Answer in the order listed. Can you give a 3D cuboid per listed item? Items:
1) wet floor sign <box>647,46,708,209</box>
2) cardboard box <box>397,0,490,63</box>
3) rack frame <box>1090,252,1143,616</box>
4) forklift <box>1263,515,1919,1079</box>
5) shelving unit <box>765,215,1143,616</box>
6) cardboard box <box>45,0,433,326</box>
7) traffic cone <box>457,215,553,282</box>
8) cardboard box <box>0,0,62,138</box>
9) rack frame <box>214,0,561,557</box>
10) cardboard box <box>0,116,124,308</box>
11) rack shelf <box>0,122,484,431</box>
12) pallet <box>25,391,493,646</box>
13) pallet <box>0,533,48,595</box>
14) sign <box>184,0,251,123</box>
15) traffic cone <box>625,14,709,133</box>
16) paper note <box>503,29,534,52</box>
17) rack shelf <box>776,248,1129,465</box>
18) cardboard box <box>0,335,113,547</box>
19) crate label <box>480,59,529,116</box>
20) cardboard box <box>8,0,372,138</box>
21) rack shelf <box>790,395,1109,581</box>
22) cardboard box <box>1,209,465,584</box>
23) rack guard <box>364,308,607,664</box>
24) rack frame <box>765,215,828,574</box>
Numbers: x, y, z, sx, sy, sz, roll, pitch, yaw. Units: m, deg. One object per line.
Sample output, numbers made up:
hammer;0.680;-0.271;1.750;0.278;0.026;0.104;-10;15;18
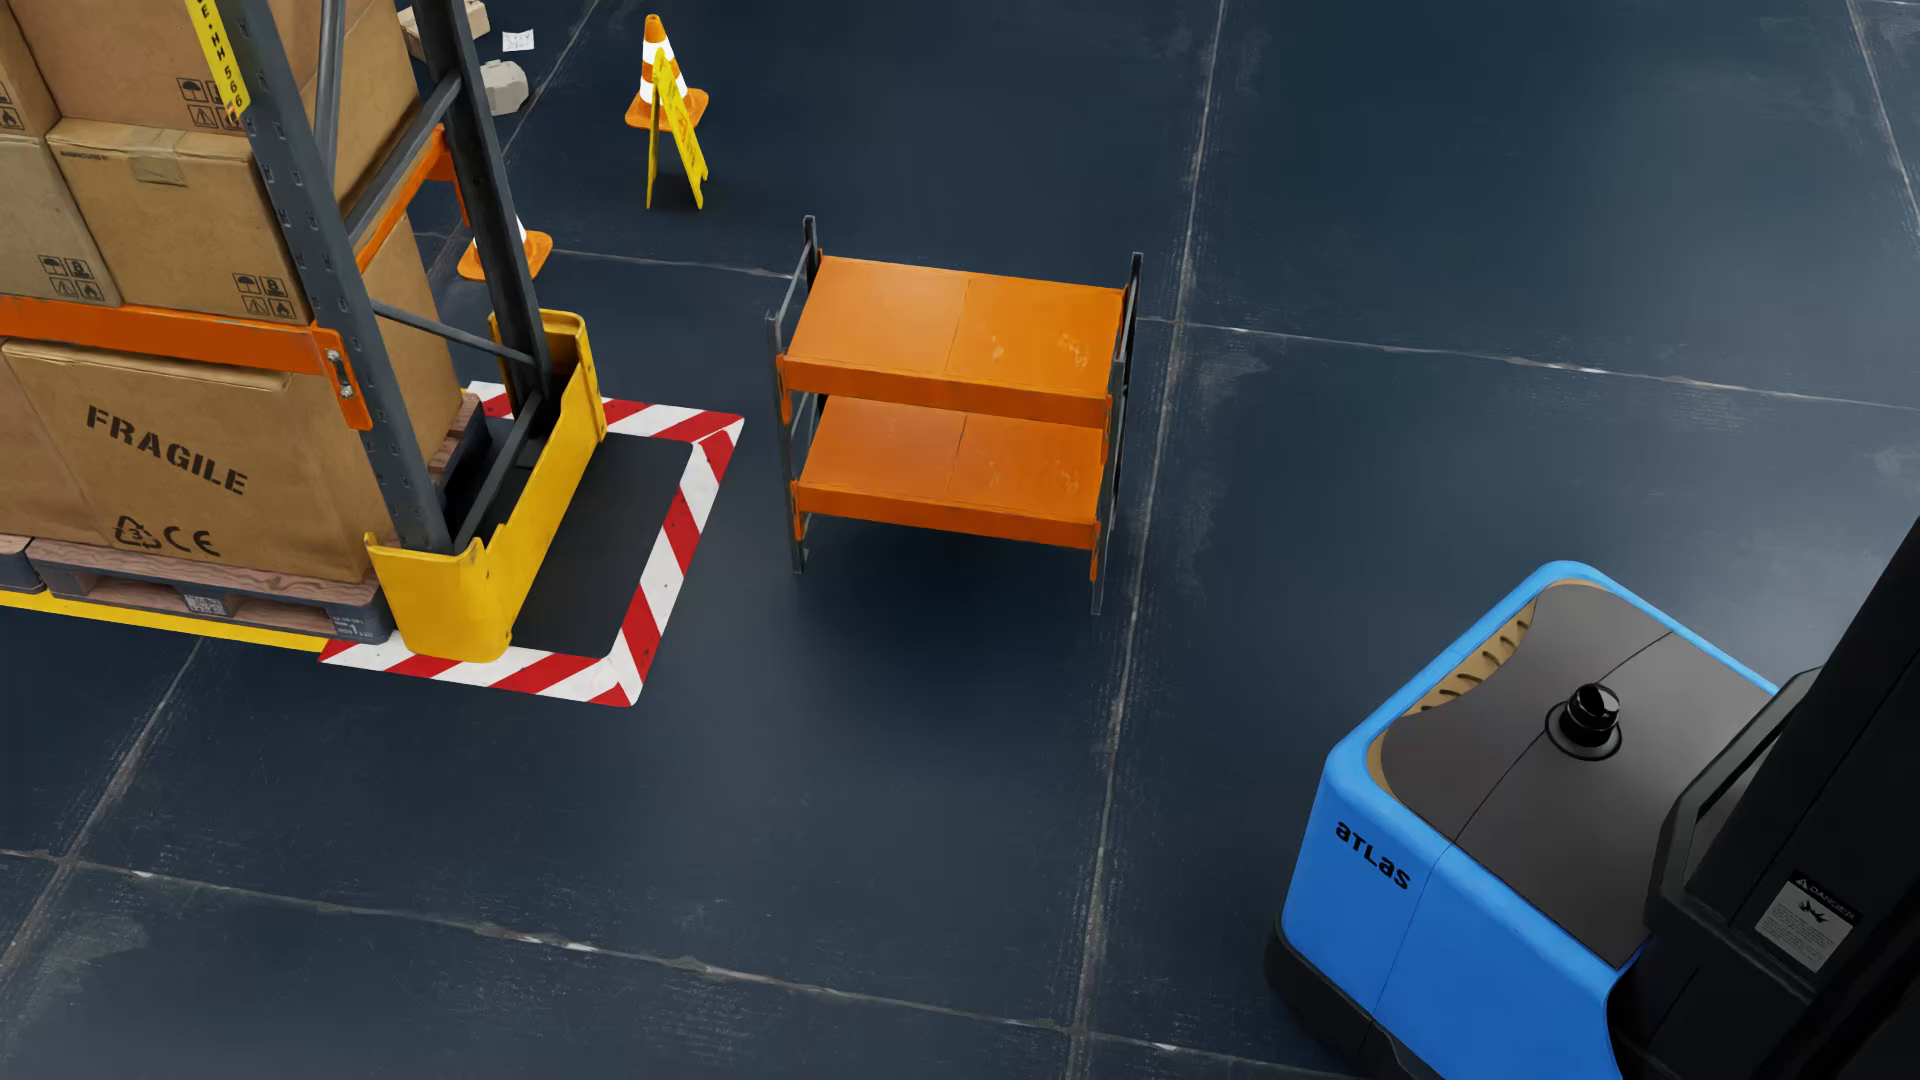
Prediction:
wet floor sign;-1.203;-1.707;6.850;0.232;0.644;0.267;0;48;0
cardboard box;-2.451;-2.427;7.831;0.250;0.149;0.380;32;56;26
rack frame;0.494;-0.310;5.272;0.032;1.125;0.500;8;49;7
forklift;2.200;0.817;3.046;1.130;2.935;3.031;-34;56;-27
shelving unit;-0.007;-0.377;5.332;1.048;1.125;0.538;8;49;7
cardboard box;-1.957;-1.115;4.634;0.550;0.550;0.875;8;49;7
traffic cone;-1.854;-1.310;6.616;0.334;0.463;0.336;8;49;7
cardboard box;-2.500;-1.542;4.292;0.550;0.550;0.875;8;49;7
rack frame;-1.584;-1.048;4.676;0.127;3.000;1.000;8;49;7
cardboard box;-2.502;-1.171;4.685;0.550;0.550;0.875;8;49;7
rack shelf;-3.552;-1.073;5.181;4.000;0.370;1.077;8;49;7
pallet;-2.385;-0.165;5.756;1.213;0.211;1.003;8;49;7
pallet;-3.582;-0.328;5.903;1.213;0.211;1.003;8;49;7
sign;-1.694;-1.119;3.801;0.005;0.325;0.100;8;49;7
traffic cone;-1.318;-2.092;7.319;0.334;0.463;0.336;8;49;7
paper note;-2.087;-2.361;7.851;0.142;0.019;0.148;-7;48;-7
rack shelf;-0.007;-0.572;5.115;1.000;0.278;0.538;8;49;7
cardboard box;-3.129;-0.635;5.450;0.875;0.875;0.875;7;48;6
crate label;-2.103;-2.042;7.493;0.298;0.136;0.250;-15;50;-13
cardboard box;-1.942;-1.537;4.288;0.550;0.550;0.875;8;49;7
rack shelf;-0.007;-0.213;5.514;1.000;0.278;0.538;8;49;7
cardboard box;-2.263;-0.520;5.347;0.875;0.875;0.875;8;49;7
rack guard;-1.560;-0.210;5.602;0.348;0.500;1.175;8;49;7
rack frame;-0.507;-0.444;5.393;0.032;1.125;0.500;8;49;7
